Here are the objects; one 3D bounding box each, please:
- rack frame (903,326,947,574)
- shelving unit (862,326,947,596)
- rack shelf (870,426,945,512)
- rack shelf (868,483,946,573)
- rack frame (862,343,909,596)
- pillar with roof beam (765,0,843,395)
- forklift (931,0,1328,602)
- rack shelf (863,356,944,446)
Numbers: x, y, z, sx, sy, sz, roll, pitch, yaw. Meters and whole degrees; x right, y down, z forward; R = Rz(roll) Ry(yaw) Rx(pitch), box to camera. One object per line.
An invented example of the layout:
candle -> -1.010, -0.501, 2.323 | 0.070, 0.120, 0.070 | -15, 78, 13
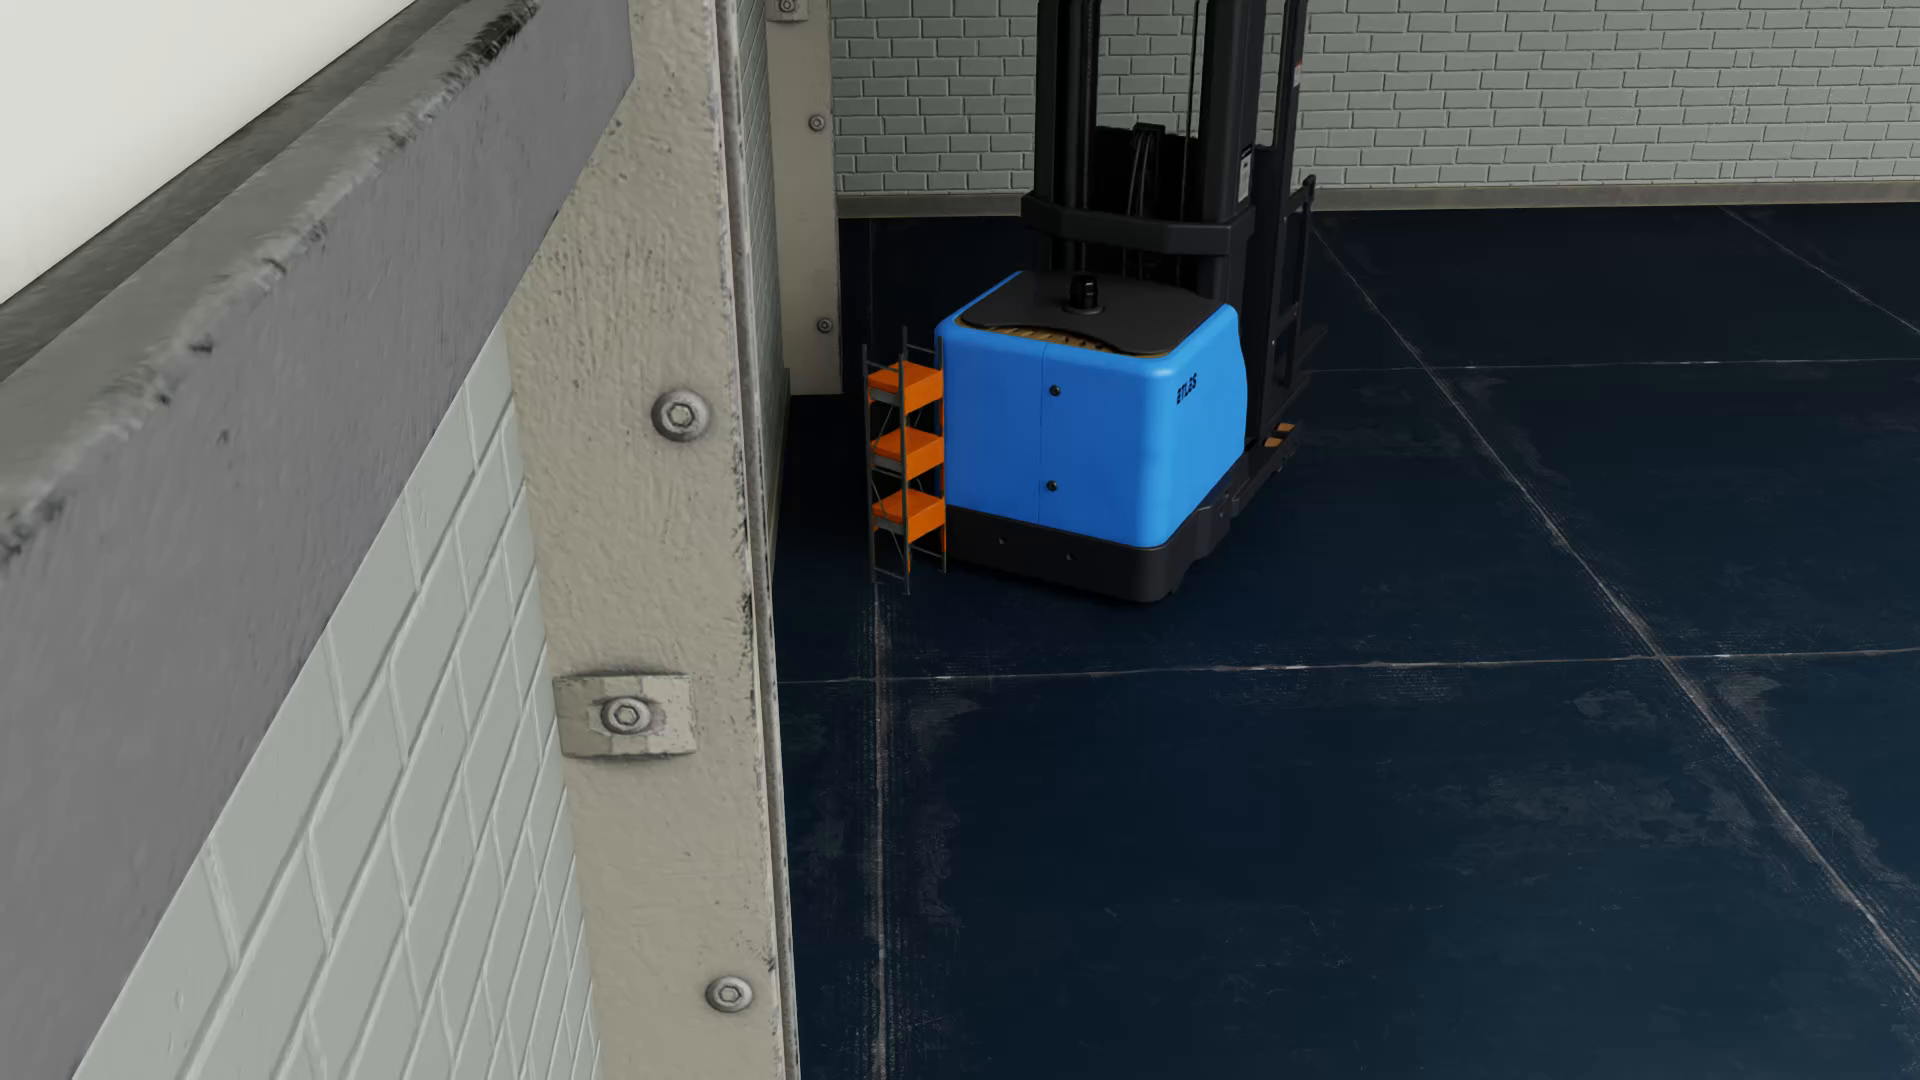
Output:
rack frame -> -0.143, -0.354, 6.791 | 0.200, 1.050, 0.008 | 19, 33, 34
shelving unit -> -0.218, -0.310, 6.705 | 0.215, 1.050, 0.252 | 19, 33, 34
rack shelf -> -0.218, -0.300, 6.710 | 0.215, 0.259, 0.240 | 19, 33, 34
rack shelf -> -0.215, -0.053, 6.837 | 0.215, 0.259, 0.240 | 19, 33, 34
rack frame -> -0.293, -0.265, 6.620 | 0.200, 1.050, 0.008 | 19, 33, 34
pillar with roof beam -> 3.519, -4.948, 7.006 | 9.100, 9.000, 0.400 | -1, 28, -3
forklift -> 0.997, -1.703, 7.346 | 1.130, 2.935, 3.031 | 13, 30, 24
rack shelf -> -0.220, -0.553, 6.581 | 0.215, 0.259, 0.240 | 19, 33, 34
